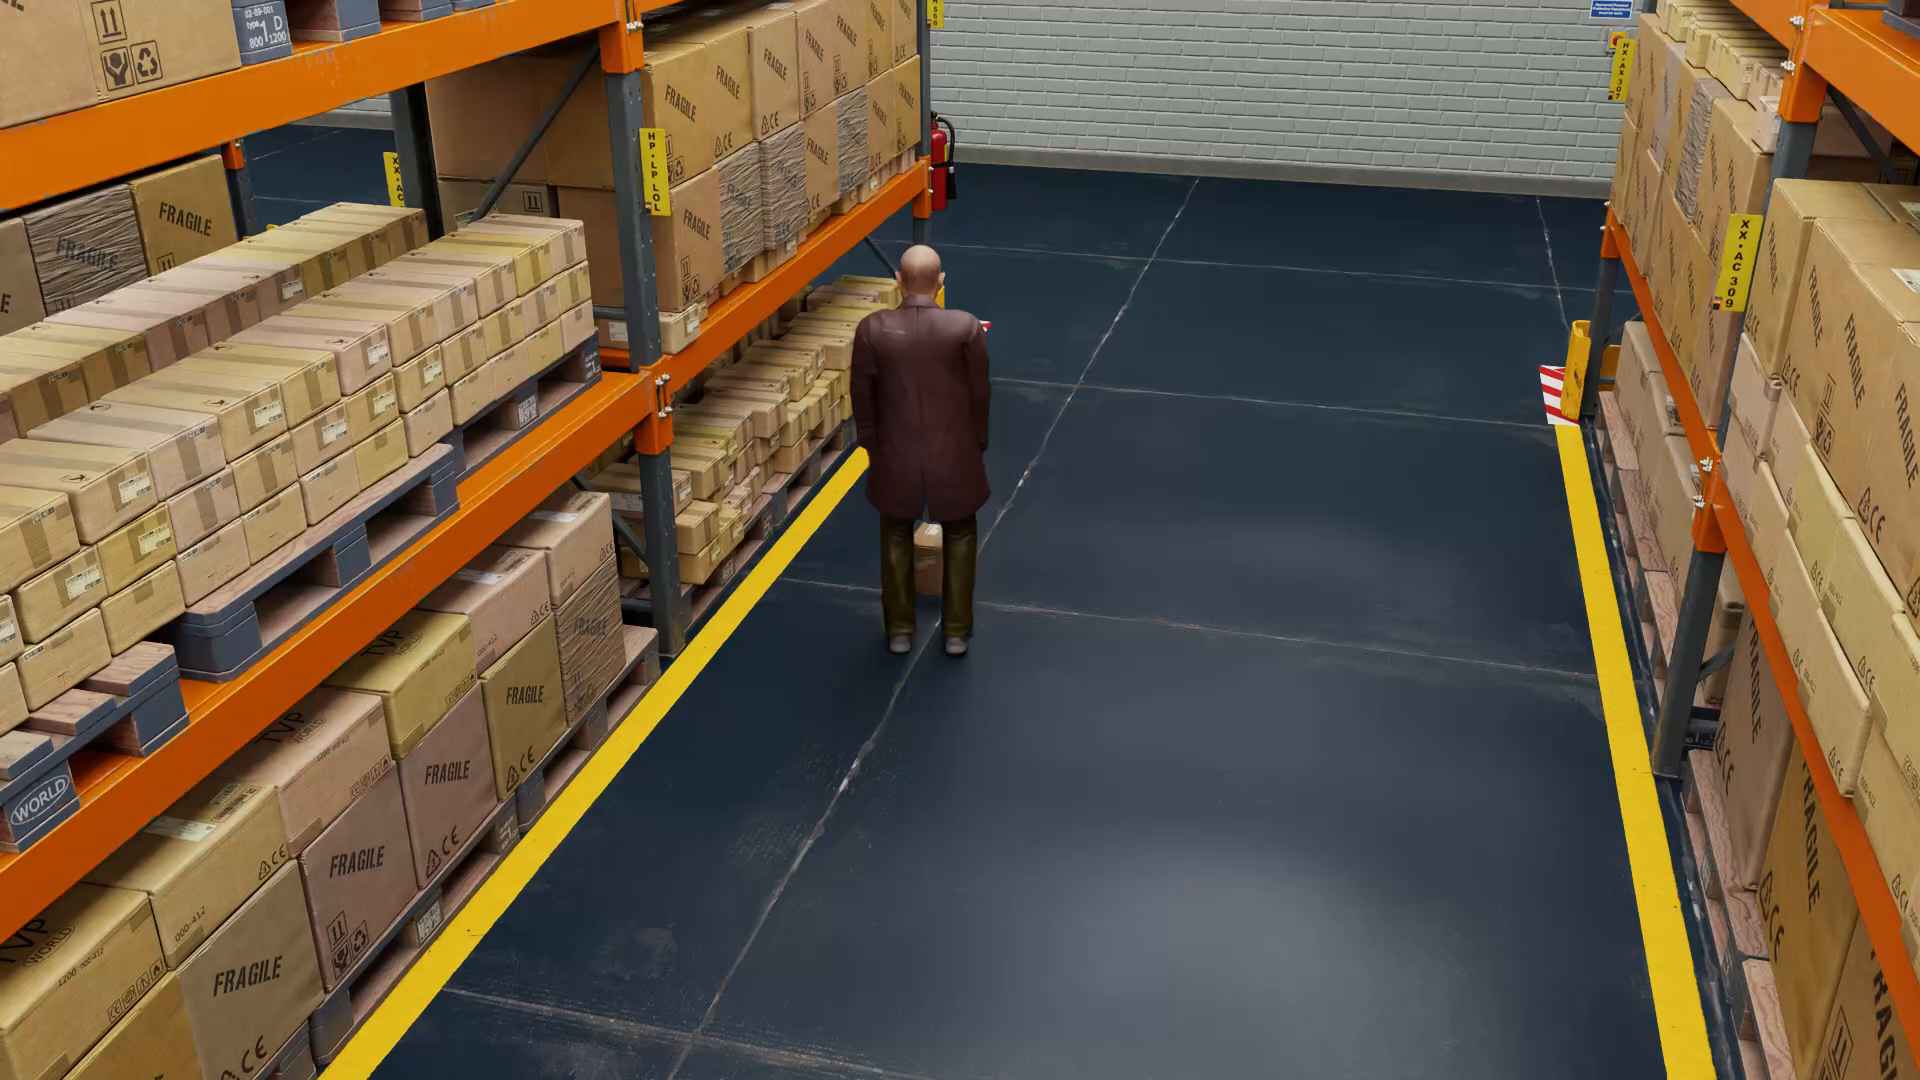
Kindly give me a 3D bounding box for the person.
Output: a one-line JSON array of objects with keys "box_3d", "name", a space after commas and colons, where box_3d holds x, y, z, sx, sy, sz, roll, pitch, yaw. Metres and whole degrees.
[{"box_3d": [-0.161, -0.359, 6.948, 0.583, 1.745, 0.402, 2, 25, 5], "name": "person"}]
